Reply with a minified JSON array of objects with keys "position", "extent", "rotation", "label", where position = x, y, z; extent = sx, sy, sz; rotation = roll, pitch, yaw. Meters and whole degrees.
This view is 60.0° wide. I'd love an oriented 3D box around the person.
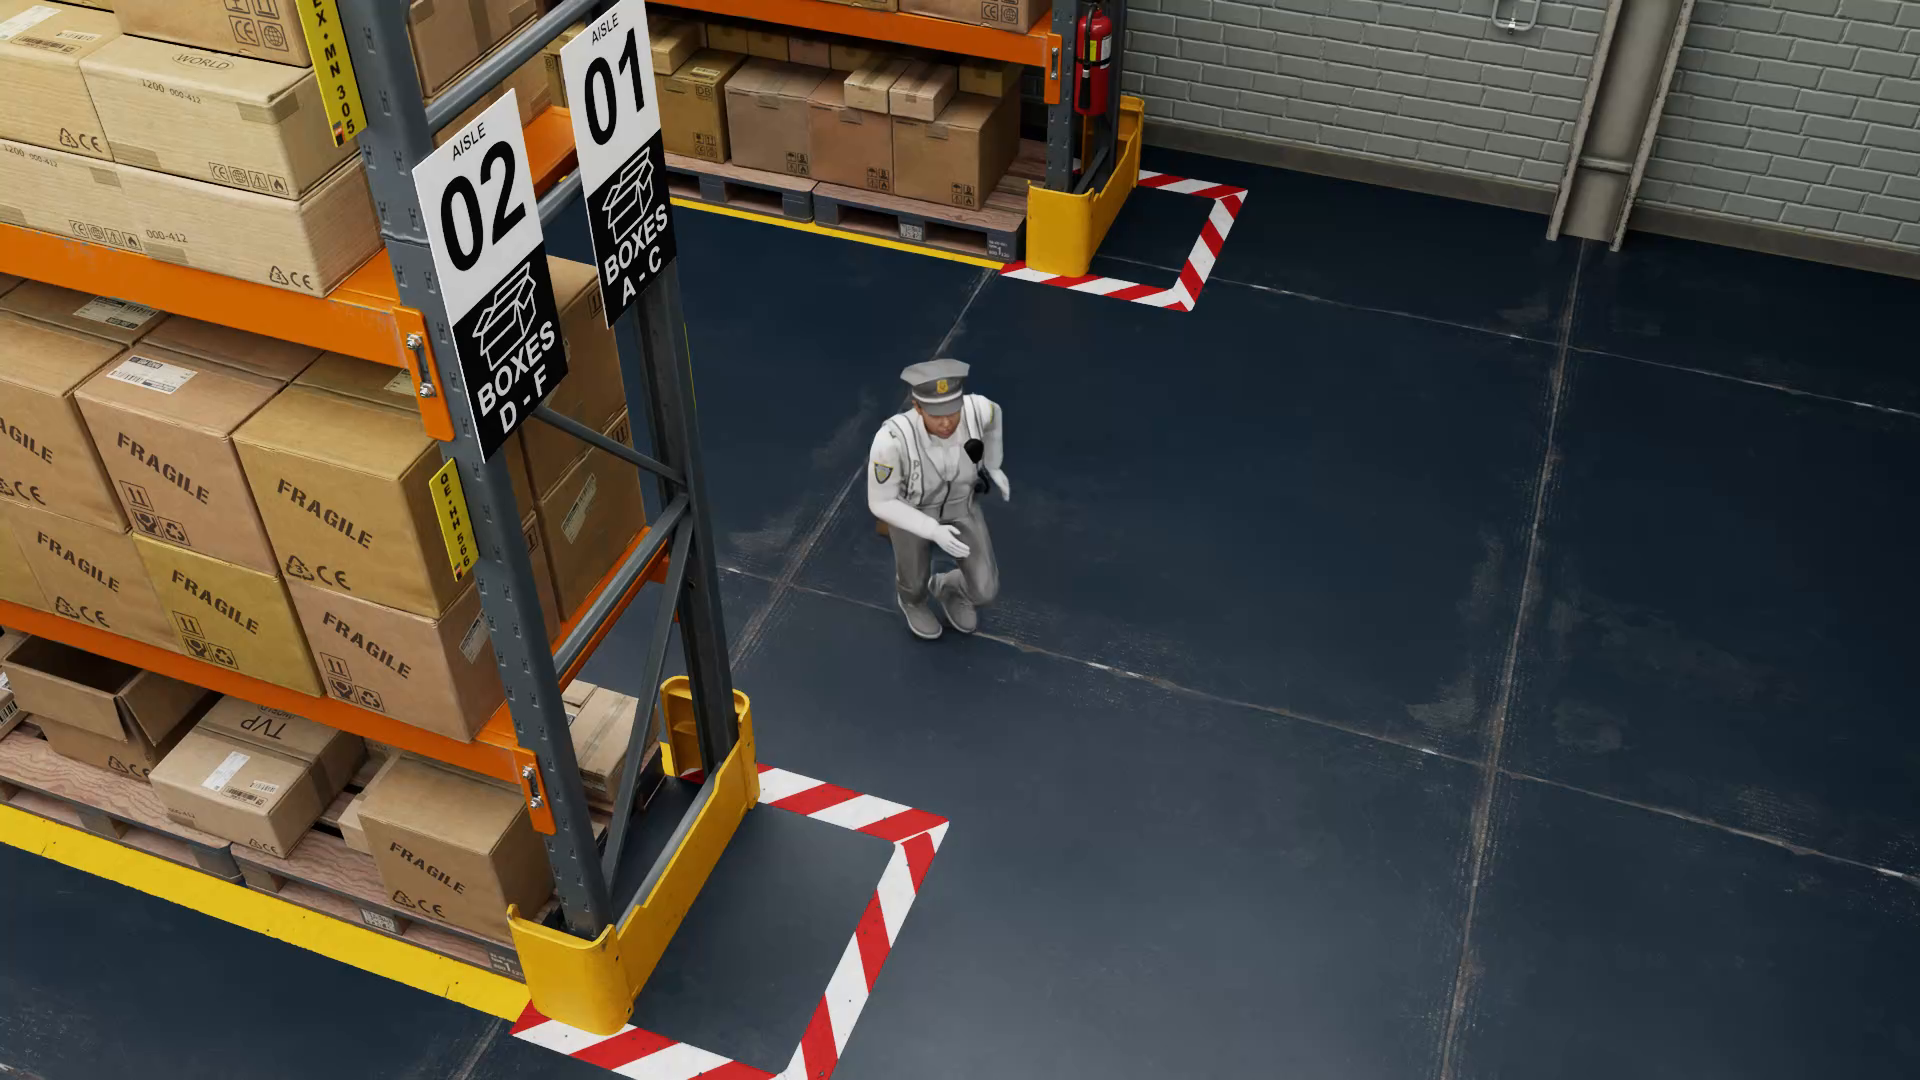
[{"position":[-0.072,-0.098,6.320],"extent":[0.612,1.581,0.789],"rotation":[-13,43,-14],"label":"person"}]
